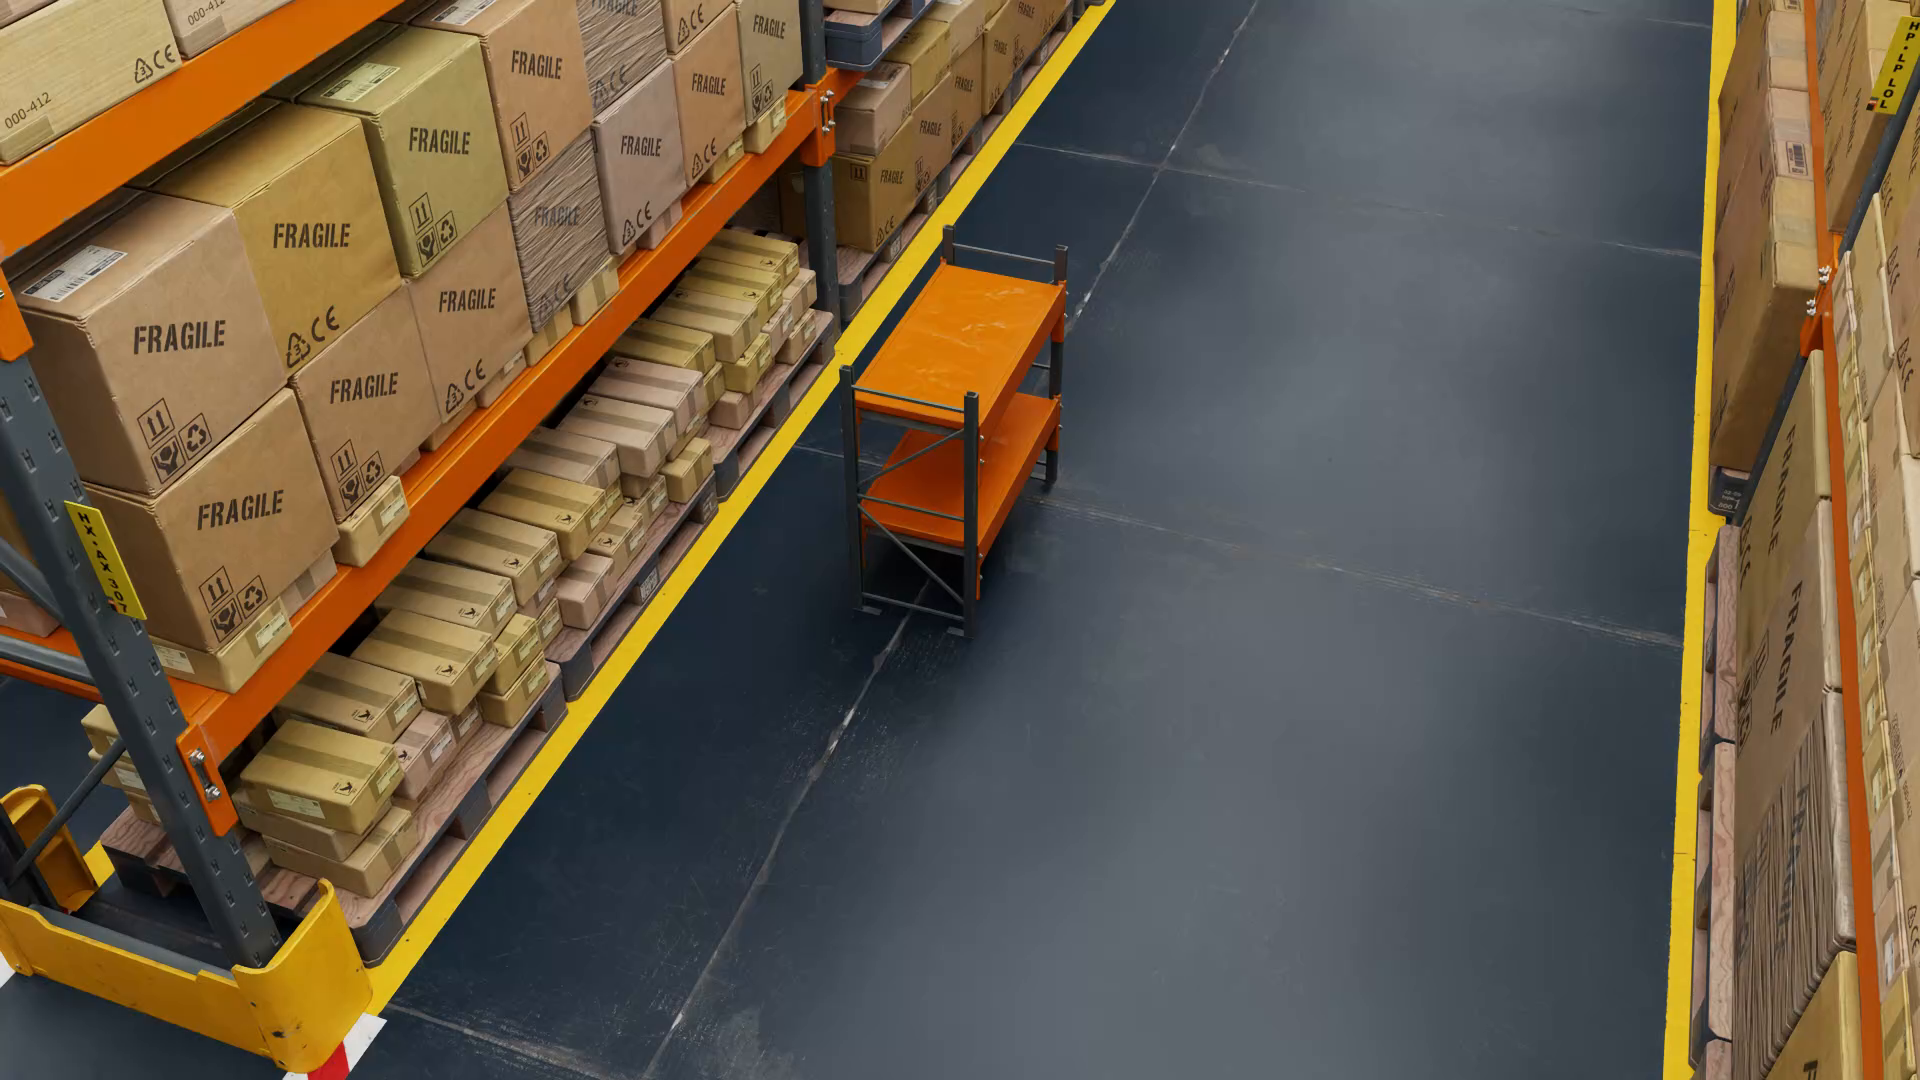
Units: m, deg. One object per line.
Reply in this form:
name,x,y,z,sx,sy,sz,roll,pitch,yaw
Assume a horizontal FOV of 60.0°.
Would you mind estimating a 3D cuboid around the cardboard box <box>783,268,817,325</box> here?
cardboard box,-0.861,-1.108,7.381,0.380,0.149,0.250,14,42,16

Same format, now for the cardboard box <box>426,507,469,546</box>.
cardboard box,-2.061,-0.104,6.205,0.380,0.149,0.250,15,43,17

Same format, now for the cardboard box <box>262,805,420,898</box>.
cardboard box,-1.940,0.934,5.217,0.380,0.149,0.250,14,42,16

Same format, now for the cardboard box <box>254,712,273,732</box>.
cardboard box,-2.337,0.436,5.342,0.380,0.149,0.250,14,42,16

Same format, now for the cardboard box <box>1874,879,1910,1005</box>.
cardboard box,2.194,0.913,3.562,0.380,0.149,0.250,13,42,15

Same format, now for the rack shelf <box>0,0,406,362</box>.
rack shelf,-1.736,-1.830,4.827,1.077,0.370,4.000,13,42,15

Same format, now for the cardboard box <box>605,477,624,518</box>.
cardboard box,-1.505,-0.169,6.281,0.380,0.149,0.250,15,43,17

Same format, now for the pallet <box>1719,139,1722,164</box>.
pallet,4.602,-1.934,8.855,1.003,0.211,1.213,13,42,15

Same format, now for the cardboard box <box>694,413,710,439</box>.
cardboard box,-1.267,-0.493,6.890,0.380,0.149,0.250,12,42,14

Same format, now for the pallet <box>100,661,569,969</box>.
pallet,-2.083,0.784,5.668,1.003,0.211,1.213,13,42,15

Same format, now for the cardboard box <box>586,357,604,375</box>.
cardboard box,-1.622,-0.835,6.833,0.380,0.149,0.250,12,42,14

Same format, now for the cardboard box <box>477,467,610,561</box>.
cardboard box,-1.490,-0.095,5.965,0.380,0.149,0.250,14,42,16

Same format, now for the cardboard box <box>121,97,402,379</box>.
cardboard box,-1.850,-0.798,4.298,0.500,0.500,0.500,14,43,16

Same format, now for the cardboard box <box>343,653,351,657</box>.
cardboard box,-2.272,0.494,5.733,0.380,0.149,0.250,13,42,15

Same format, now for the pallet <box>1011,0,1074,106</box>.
pallet,0.047,-3.085,10.203,1.003,0.211,1.213,13,42,15

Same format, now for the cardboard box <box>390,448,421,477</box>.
cardboard box,-1.851,-0.277,4.957,0.380,0.149,0.250,15,43,17

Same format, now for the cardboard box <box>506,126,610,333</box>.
cardboard box,-1.499,-1.046,5.359,0.500,0.500,0.500,12,42,14

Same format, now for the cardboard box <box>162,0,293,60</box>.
cardboard box,-1.842,-1.364,3.842,0.500,0.250,0.500,15,43,16

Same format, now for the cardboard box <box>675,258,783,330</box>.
cardboard box,-0.979,-1.044,7.077,0.380,0.149,0.250,14,42,16

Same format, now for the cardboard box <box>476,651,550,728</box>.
cardboard box,-1.658,0.472,5.759,0.380,0.149,0.250,14,42,16

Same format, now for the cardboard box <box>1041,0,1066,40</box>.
cardboard box,0.337,-3.371,9.993,0.500,0.500,0.500,13,42,15

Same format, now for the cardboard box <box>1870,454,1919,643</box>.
cardboard box,2.645,0.071,4.242,0.500,0.250,0.500,13,42,15

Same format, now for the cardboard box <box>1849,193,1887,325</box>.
cardboard box,3.168,-0.847,5.318,0.500,0.250,0.500,13,42,14

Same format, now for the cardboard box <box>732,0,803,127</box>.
cardboard box,-0.952,-1.976,6.448,0.500,0.500,0.500,13,42,15

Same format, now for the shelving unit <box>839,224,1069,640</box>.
shelving unit,-0.002,-0.424,6.380,0.538,1.125,1.048,13,42,15

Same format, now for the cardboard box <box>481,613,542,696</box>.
cardboard box,-1.662,0.351,5.671,0.380,0.149,0.250,15,43,16

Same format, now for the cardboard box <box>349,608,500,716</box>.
cardboard box,-1.733,0.392,5.394,0.380,0.149,0.250,13,42,15

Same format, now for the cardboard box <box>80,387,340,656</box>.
cardboard box,-2.007,-0.106,4.257,0.500,0.500,0.500,15,43,17

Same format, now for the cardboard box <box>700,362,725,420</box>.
cardboard box,-1.195,-0.641,6.834,0.380,0.149,0.250,14,42,15

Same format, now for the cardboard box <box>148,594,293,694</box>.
cardboard box,-2.001,0.228,4.365,0.380,0.149,0.250,13,42,15

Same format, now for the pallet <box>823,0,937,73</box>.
pallet,-0.654,-2.543,7.567,1.003,0.211,1.213,13,42,15

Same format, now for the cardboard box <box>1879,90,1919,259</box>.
cardboard box,3.171,-1.126,5.067,0.500,0.500,0.500,13,42,15

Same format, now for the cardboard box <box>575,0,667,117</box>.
cardboard box,-1.319,-1.741,5.403,0.500,0.500,0.500,14,43,16

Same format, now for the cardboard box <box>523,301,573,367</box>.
cardboard box,-1.515,-0.734,5.493,0.380,0.149,0.250,15,43,17

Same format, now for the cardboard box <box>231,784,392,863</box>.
cardboard box,-1.999,0.807,5.137,0.380,0.149,0.250,15,43,17

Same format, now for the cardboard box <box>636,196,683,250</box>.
cardboard box,-1.239,-1.205,6.045,0.380,0.149,0.250,12,42,13

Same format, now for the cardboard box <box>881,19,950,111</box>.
cardboard box,-0.371,-2.394,8.269,0.500,0.250,0.500,14,43,16

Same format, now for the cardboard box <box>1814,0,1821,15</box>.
cardboard box,4.174,-2.633,7.448,0.500,0.500,0.500,13,42,14

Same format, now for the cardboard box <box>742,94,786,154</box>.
cardboard box,-0.915,-1.679,6.600,0.380,0.149,0.250,12,42,14

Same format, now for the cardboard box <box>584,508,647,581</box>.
cardboard box,-1.423,-0.013,6.327,0.380,0.149,0.250,13,42,15

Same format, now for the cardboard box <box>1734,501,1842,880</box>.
cardboard box,2.966,0.563,5.093,0.875,0.875,0.875,13,42,15

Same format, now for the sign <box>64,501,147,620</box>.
sign,-1.910,0.049,3.715,0.100,0.325,0.005,13,42,15

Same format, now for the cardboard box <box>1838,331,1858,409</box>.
cardboard box,2.982,-0.496,5.214,0.380,0.149,0.250,15,43,16

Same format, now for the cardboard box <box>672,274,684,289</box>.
cardboard box,-1.476,-1.220,7.513,0.380,0.149,0.250,15,43,17

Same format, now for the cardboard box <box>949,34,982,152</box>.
cardboard box,-0.204,-2.428,8.887,0.500,0.500,0.500,14,42,16

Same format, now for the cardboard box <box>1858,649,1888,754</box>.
cardboard box,2.455,0.444,4.112,0.380,0.149,0.250,13,42,15

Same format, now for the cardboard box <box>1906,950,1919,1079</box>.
cardboard box,2.123,1.010,3.142,0.500,0.250,0.500,13,42,14

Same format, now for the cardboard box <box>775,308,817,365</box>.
cardboard box,-0.866,-0.942,7.416,0.380,0.149,0.250,14,42,16

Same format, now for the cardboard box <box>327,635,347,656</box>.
cardboard box,-2.331,0.367,5.653,0.380,0.149,0.250,12,42,13

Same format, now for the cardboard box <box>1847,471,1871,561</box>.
cardboard box,2.718,-0.027,4.664,0.380,0.149,0.250,14,42,16

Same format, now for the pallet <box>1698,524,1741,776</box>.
pallet,3.241,0.488,6.016,1.003,0.211,1.213,13,42,15

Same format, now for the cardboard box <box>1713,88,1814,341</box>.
cardboard box,4.079,-1.311,7.289,1.225,0.875,0.875,12,42,14

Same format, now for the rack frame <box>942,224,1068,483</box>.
rack frame,0.172,-0.734,6.743,0.500,1.125,0.032,13,42,15

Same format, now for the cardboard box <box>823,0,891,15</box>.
cardboard box,-0.485,-2.384,7.104,0.380,0.149,0.250,11,42,13

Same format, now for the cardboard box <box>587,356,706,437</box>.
cardboard box,-1.225,-0.564,6.515,0.380,0.149,0.250,11,42,13

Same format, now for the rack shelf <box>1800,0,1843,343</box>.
rack shelf,4.258,-1.966,7.297,1.077,0.370,4.000,13,42,15

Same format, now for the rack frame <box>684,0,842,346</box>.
rack frame,-1.052,-2.182,6.996,1.000,3.000,0.127,13,42,15

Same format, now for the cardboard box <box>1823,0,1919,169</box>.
cardboard box,3.654,-1.704,6.359,0.500,0.500,0.500,15,43,16

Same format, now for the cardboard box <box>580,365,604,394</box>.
cardboard box,-1.623,-0.725,6.933,0.380,0.149,0.250,11,42,13
